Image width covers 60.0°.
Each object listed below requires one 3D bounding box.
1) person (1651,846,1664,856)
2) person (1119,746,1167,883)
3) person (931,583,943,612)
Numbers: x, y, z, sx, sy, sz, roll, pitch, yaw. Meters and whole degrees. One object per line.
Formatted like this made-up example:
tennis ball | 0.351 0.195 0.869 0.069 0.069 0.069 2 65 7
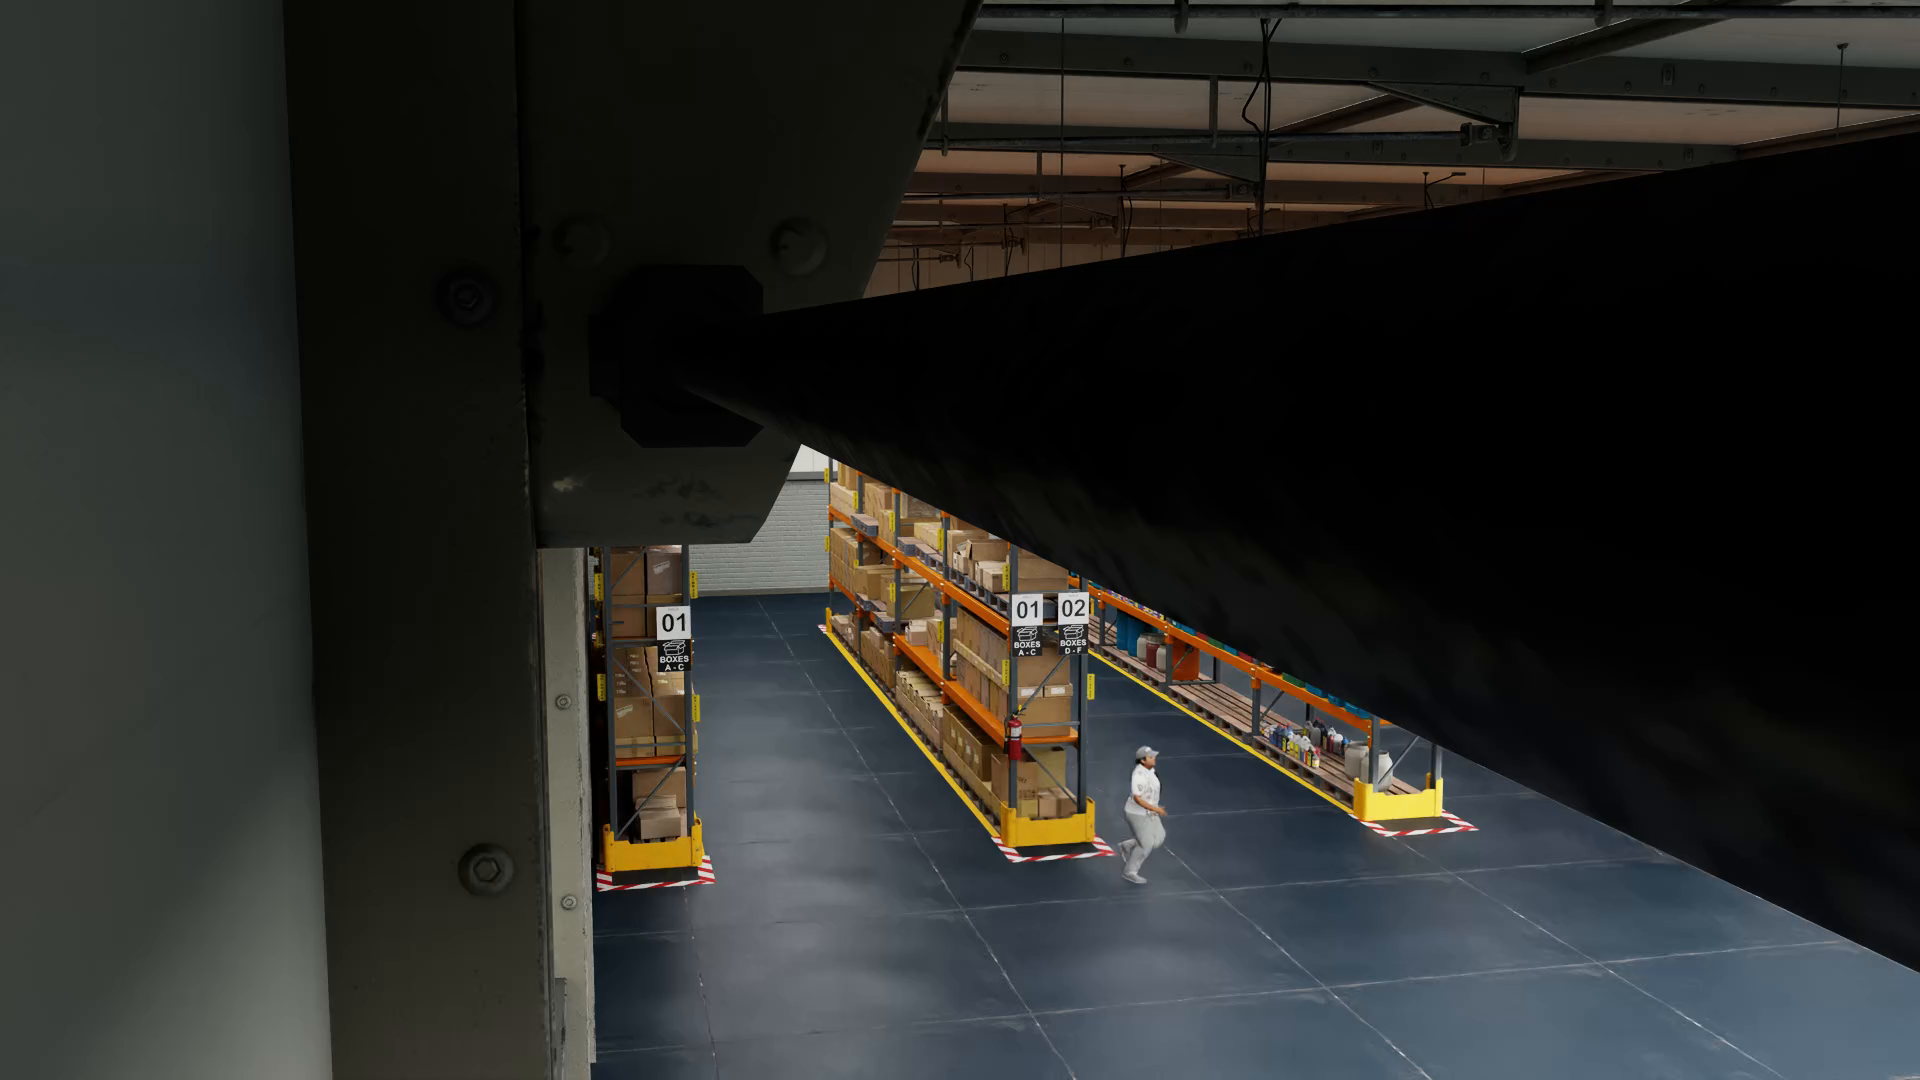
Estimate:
person | 8.768 3.074 20.146 0.911 1.783 0.699 3 7 20
person | 2.186 3.221 19.585 0.556 1.634 0.633 2 7 20
person | -0.452 1.263 36.424 0.579 1.567 0.632 -5 8 -34
